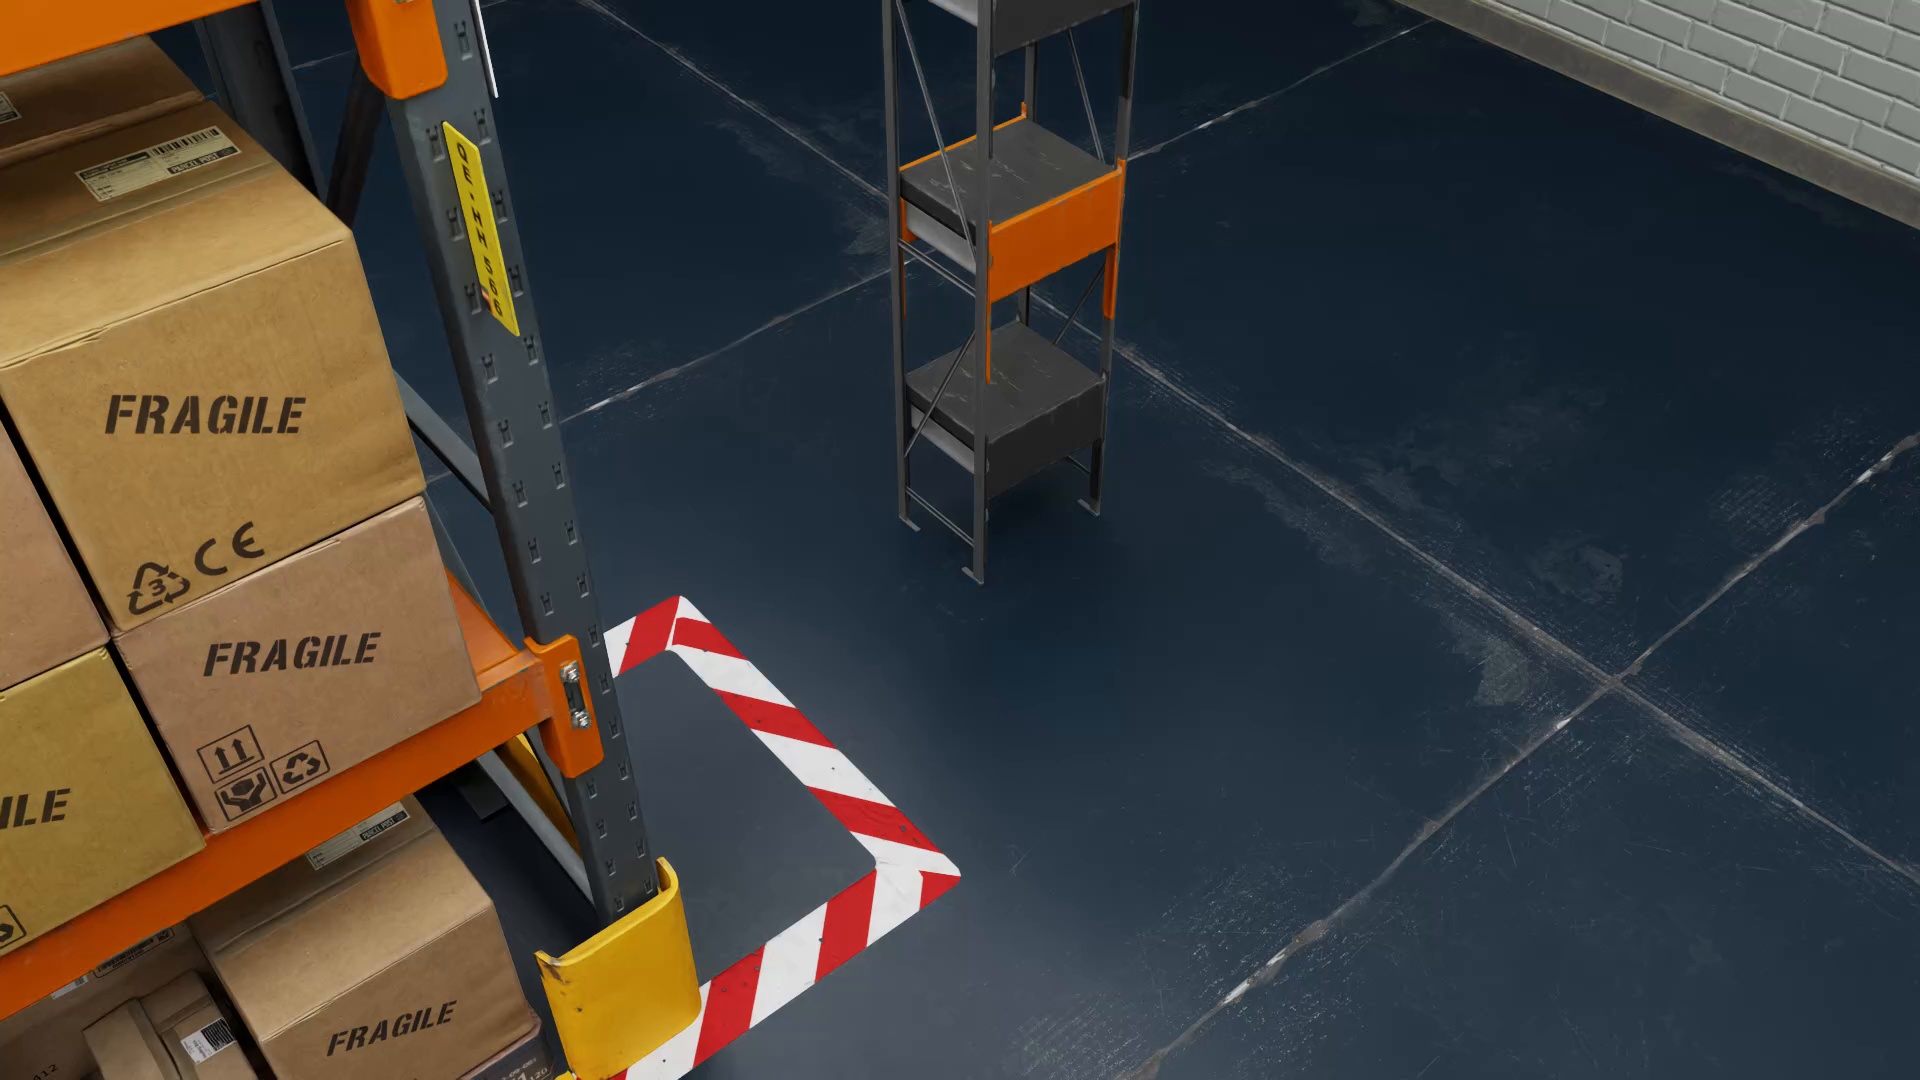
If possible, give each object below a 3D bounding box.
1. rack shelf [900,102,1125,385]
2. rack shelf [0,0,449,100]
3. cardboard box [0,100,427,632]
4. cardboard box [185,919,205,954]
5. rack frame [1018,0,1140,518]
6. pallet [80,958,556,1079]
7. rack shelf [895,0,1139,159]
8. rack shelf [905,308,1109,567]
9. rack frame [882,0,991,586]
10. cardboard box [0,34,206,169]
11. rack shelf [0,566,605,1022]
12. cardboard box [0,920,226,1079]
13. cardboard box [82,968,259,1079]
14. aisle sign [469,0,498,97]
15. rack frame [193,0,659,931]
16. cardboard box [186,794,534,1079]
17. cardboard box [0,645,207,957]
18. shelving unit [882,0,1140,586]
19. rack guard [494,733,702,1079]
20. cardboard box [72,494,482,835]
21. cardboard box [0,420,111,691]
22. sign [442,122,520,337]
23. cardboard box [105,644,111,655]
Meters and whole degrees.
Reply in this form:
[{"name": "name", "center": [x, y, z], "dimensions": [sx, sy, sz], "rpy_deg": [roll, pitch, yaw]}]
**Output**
[{"name": "rack shelf", "center": [0.127, -0.828, 4.618], "dimensions": [0.480, 0.518, 0.431], "rpy_deg": [-30, 51, -28]}, {"name": "rack shelf", "center": [-2.584, -0.171, 1.576], "dimensions": [4.000, 0.370, 1.077], "rpy_deg": [-30, 51, -28]}, {"name": "cardboard box", "center": [-1.214, -0.280, 2.553], "dimensions": [0.500, 0.500, 0.500], "rpy_deg": [-30, 51, -28]}, {"name": "cardboard box", "center": [-1.783, 0.767, 3.990], "dimensions": [0.250, 0.166, 0.380], "rpy_deg": [-30, 51, -28]}, {"name": "rack frame", "center": [0.314, -0.945, 4.723], "dimensions": [0.015, 2.100, 0.400], "rpy_deg": [-30, 51, -28]}, {"name": "pallet", "center": [-1.719, 1.182, 3.837], "dimensions": [1.213, 0.211, 1.003], "rpy_deg": [-30, 51, -28]}, {"name": "rack shelf", "center": [0.127, -1.338, 4.139], "dimensions": [0.480, 0.518, 0.431], "rpy_deg": [-30, 51, -28]}, {"name": "rack shelf", "center": [0.127, -0.318, 5.097], "dimensions": [0.480, 0.518, 0.431], "rpy_deg": [-30, 51, -28]}, {"name": "rack frame", "center": [-0.060, -0.731, 4.494], "dimensions": [0.015, 2.100, 0.400], "rpy_deg": [-30, 51, -28]}, {"name": "cardboard box", "center": [-1.559, -0.563, 2.855], "dimensions": [0.500, 0.500, 0.500], "rpy_deg": [-28, 50, -27]}, {"name": "rack shelf", "center": [-2.584, 0.922, 2.603], "dimensions": [4.000, 0.370, 1.077], "rpy_deg": [-30, 51, -28]}, {"name": "cardboard box", "center": [-2.032, 0.933, 3.753], "dimensions": [0.500, 0.250, 0.500], "rpy_deg": [-30, 51, -28]}, {"name": "cardboard box", "center": [-1.677, 1.153, 3.580], "dimensions": [0.250, 0.166, 0.380], "rpy_deg": [-30, 51, -28]}, {"name": "aisle sign", "center": [-0.801, -1.035, 2.262], "dimensions": [0.004, 0.787, 0.394], "rpy_deg": [-30, 51, -28]}, {"name": "rack frame", "center": [-1.049, -0.219, 3.292], "dimensions": [0.127, 3.000, 1.000], "rpy_deg": [-30, 51, -28]}, {"name": "cardboard box", "center": [-1.308, 0.900, 3.605], "dimensions": [0.500, 0.500, 0.500], "rpy_deg": [-30, 51, -28]}, {"name": "cardboard box", "center": [-1.614, 0.314, 2.651], "dimensions": [0.500, 0.500, 0.500], "rpy_deg": [-29, 51, -28]}, {"name": "shelving unit", "center": [0.127, -0.838, 4.609], "dimensions": [0.503, 2.100, 0.431], "rpy_deg": [-30, 51, -28]}, {"name": "rack guard", "center": [-1.108, 0.726, 4.112], "dimensions": [0.348, 0.500, 1.175], "rpy_deg": [-30, 51, -28]}, {"name": "cardboard box", "center": [-1.218, 0.085, 2.896], "dimensions": [0.500, 0.500, 0.500], "rpy_deg": [-28, 50, -27]}, {"name": "cardboard box", "center": [-1.601, -0.057, 2.316], "dimensions": [0.500, 0.500, 0.500], "rpy_deg": [-28, 50, -27]}, {"name": "sign", "center": [-0.709, -0.456, 2.467], "dimensions": [0.005, 0.325, 0.100], "rpy_deg": [-30, 51, -28]}, {"name": "cardboard box", "center": [-1.559, -0.199, 3.197], "dimensions": [0.500, 0.500, 0.500], "rpy_deg": [-29, 50, -27]}]
